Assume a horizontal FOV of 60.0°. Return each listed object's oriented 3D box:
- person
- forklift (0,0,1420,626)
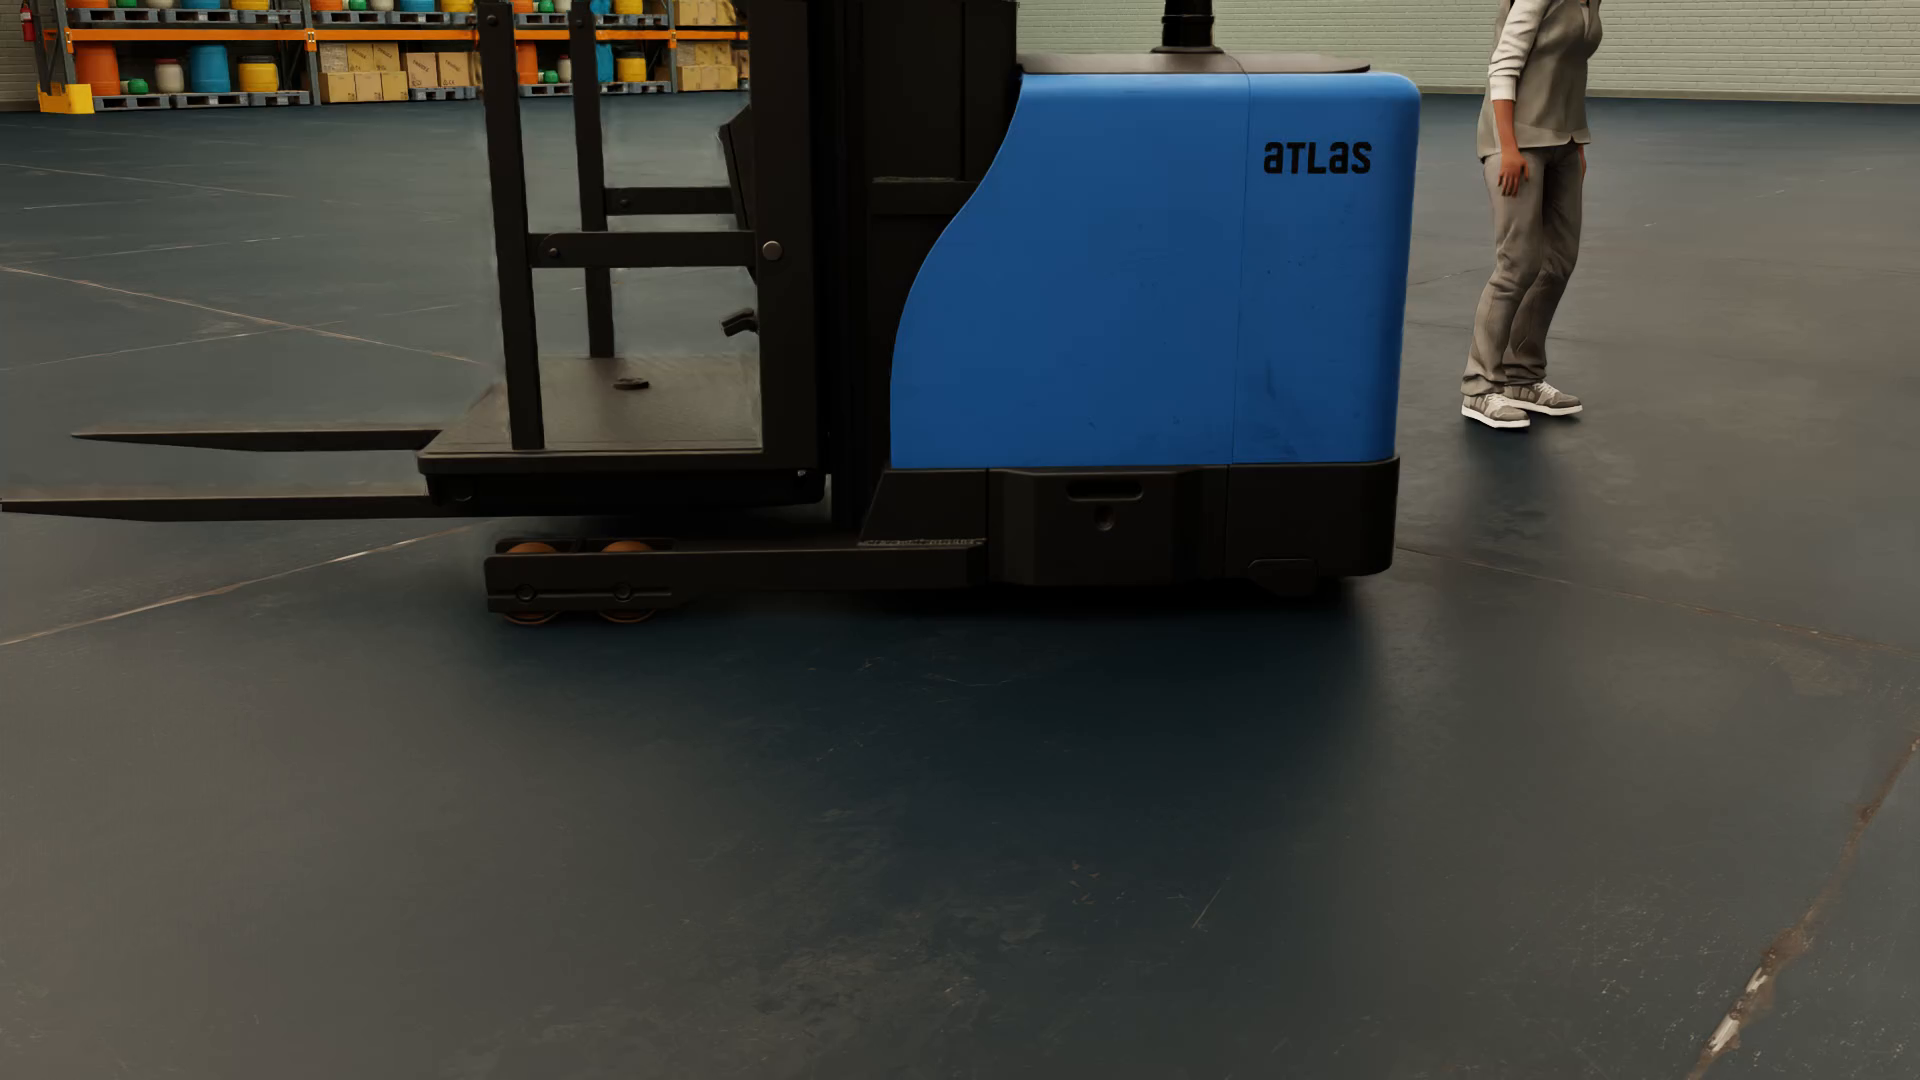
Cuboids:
[{"bbox_3d":[1.747,-1.156,5.013,0.472,1.590,0.348,-14,22,-39],"label":"person"},{"bbox_3d":[-0.620,-1.387,3.465,3.031,2.935,1.130,-1,17,-3],"label":"forklift"}]
